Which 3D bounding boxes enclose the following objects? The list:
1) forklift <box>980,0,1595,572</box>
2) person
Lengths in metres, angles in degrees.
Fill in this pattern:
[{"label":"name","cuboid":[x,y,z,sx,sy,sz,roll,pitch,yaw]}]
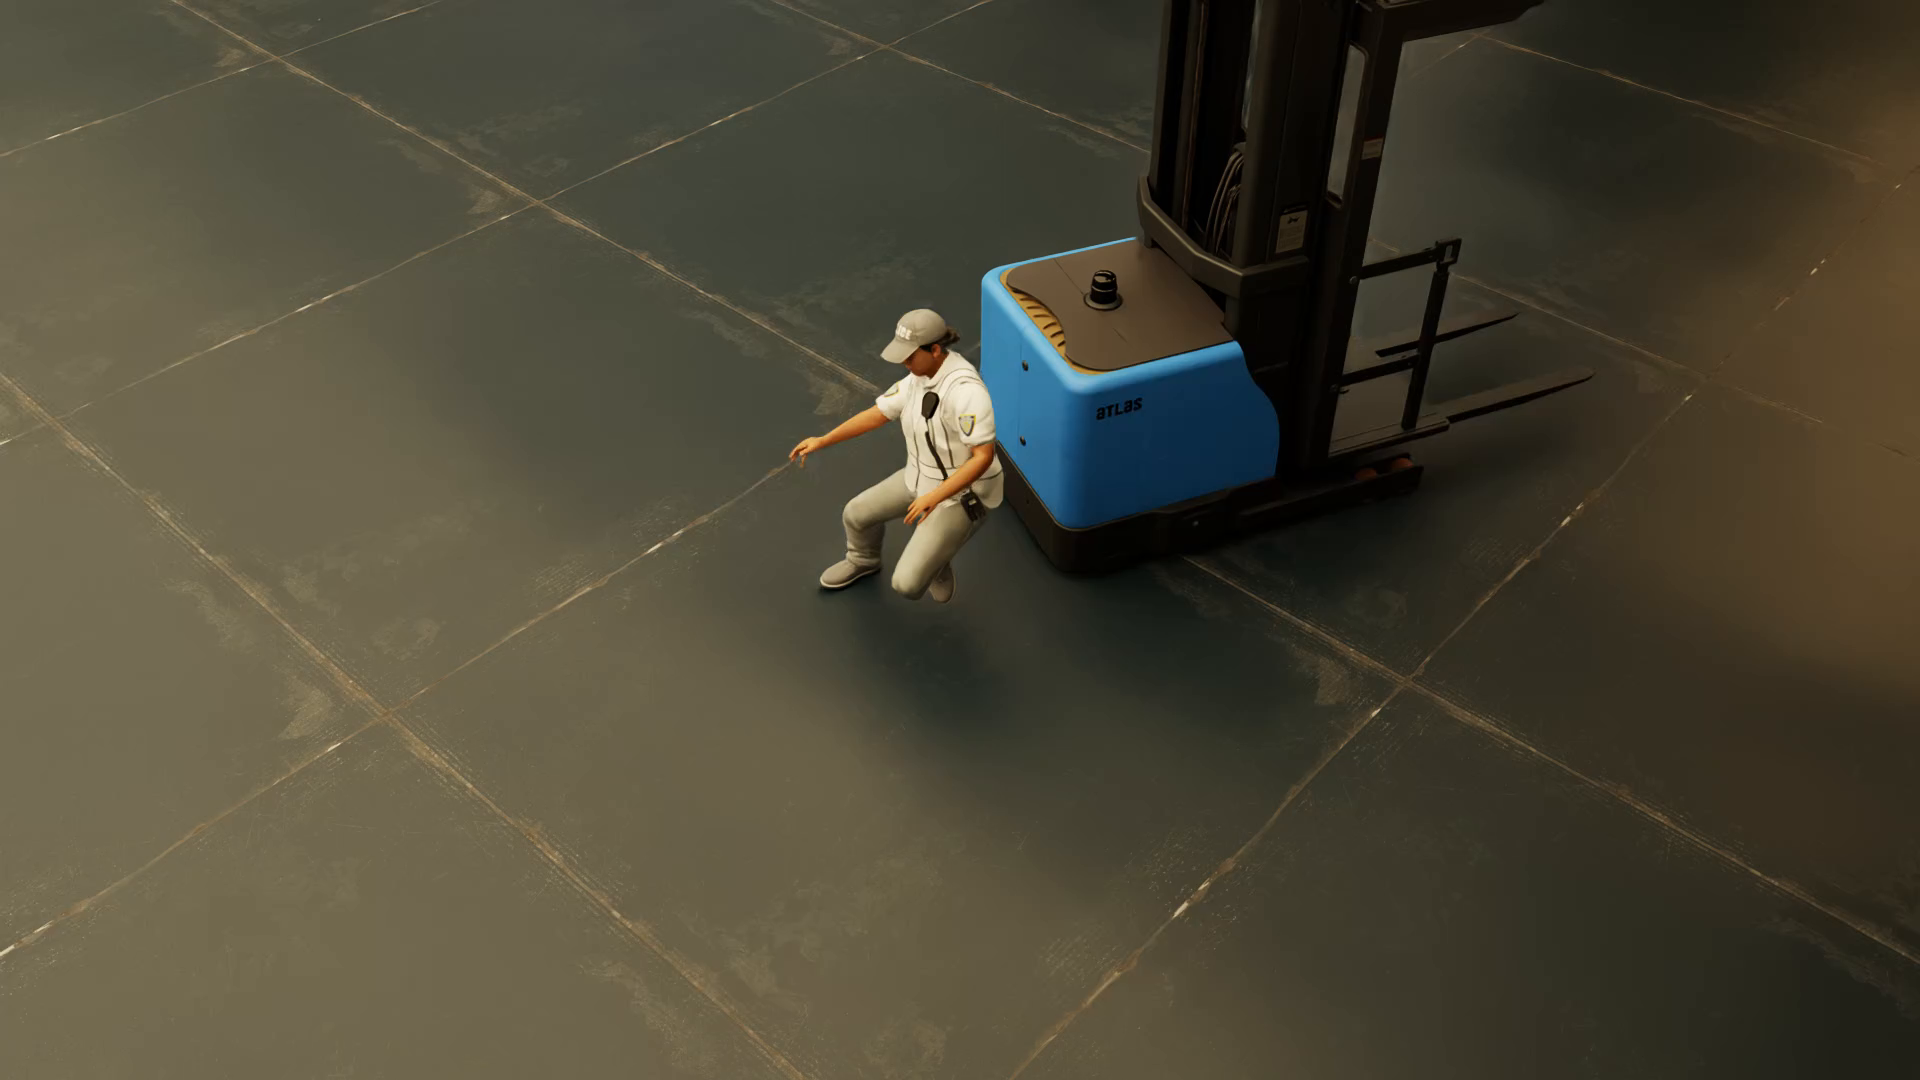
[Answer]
[{"label":"forklift","cuboid":[1.648,-1.590,7.282,3.031,2.935,1.130,-15,43,-17]},{"label":"person","cuboid":[-0.254,-0.235,6.814,0.751,1.471,0.799,-21,45,-23]}]
